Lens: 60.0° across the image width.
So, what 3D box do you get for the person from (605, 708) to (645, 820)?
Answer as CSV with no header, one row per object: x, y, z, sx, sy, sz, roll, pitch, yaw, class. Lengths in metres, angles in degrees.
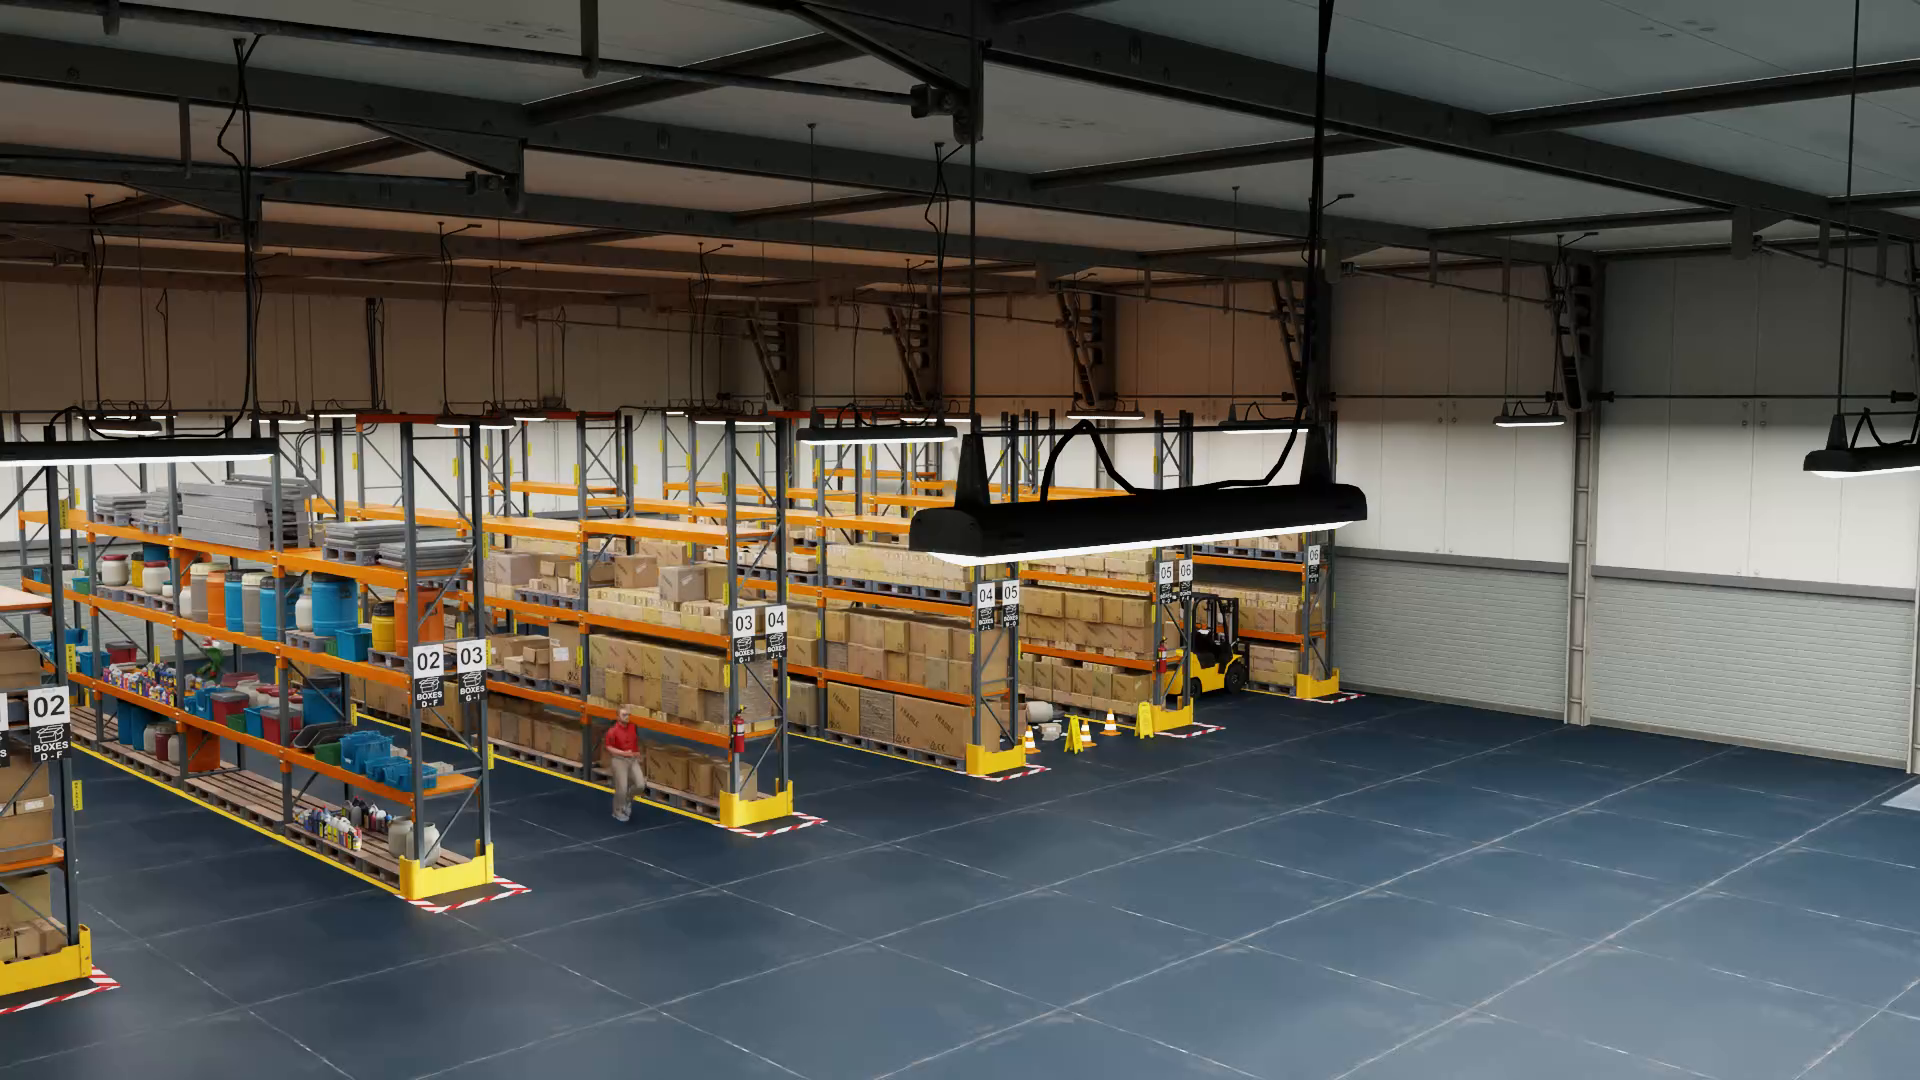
-4.949,3.371,24.741,0.607,1.618,0.651,4,7,41,person

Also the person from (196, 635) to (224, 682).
-16.338,2.327,36.171,0.563,1.748,0.654,-2,5,-20,person
